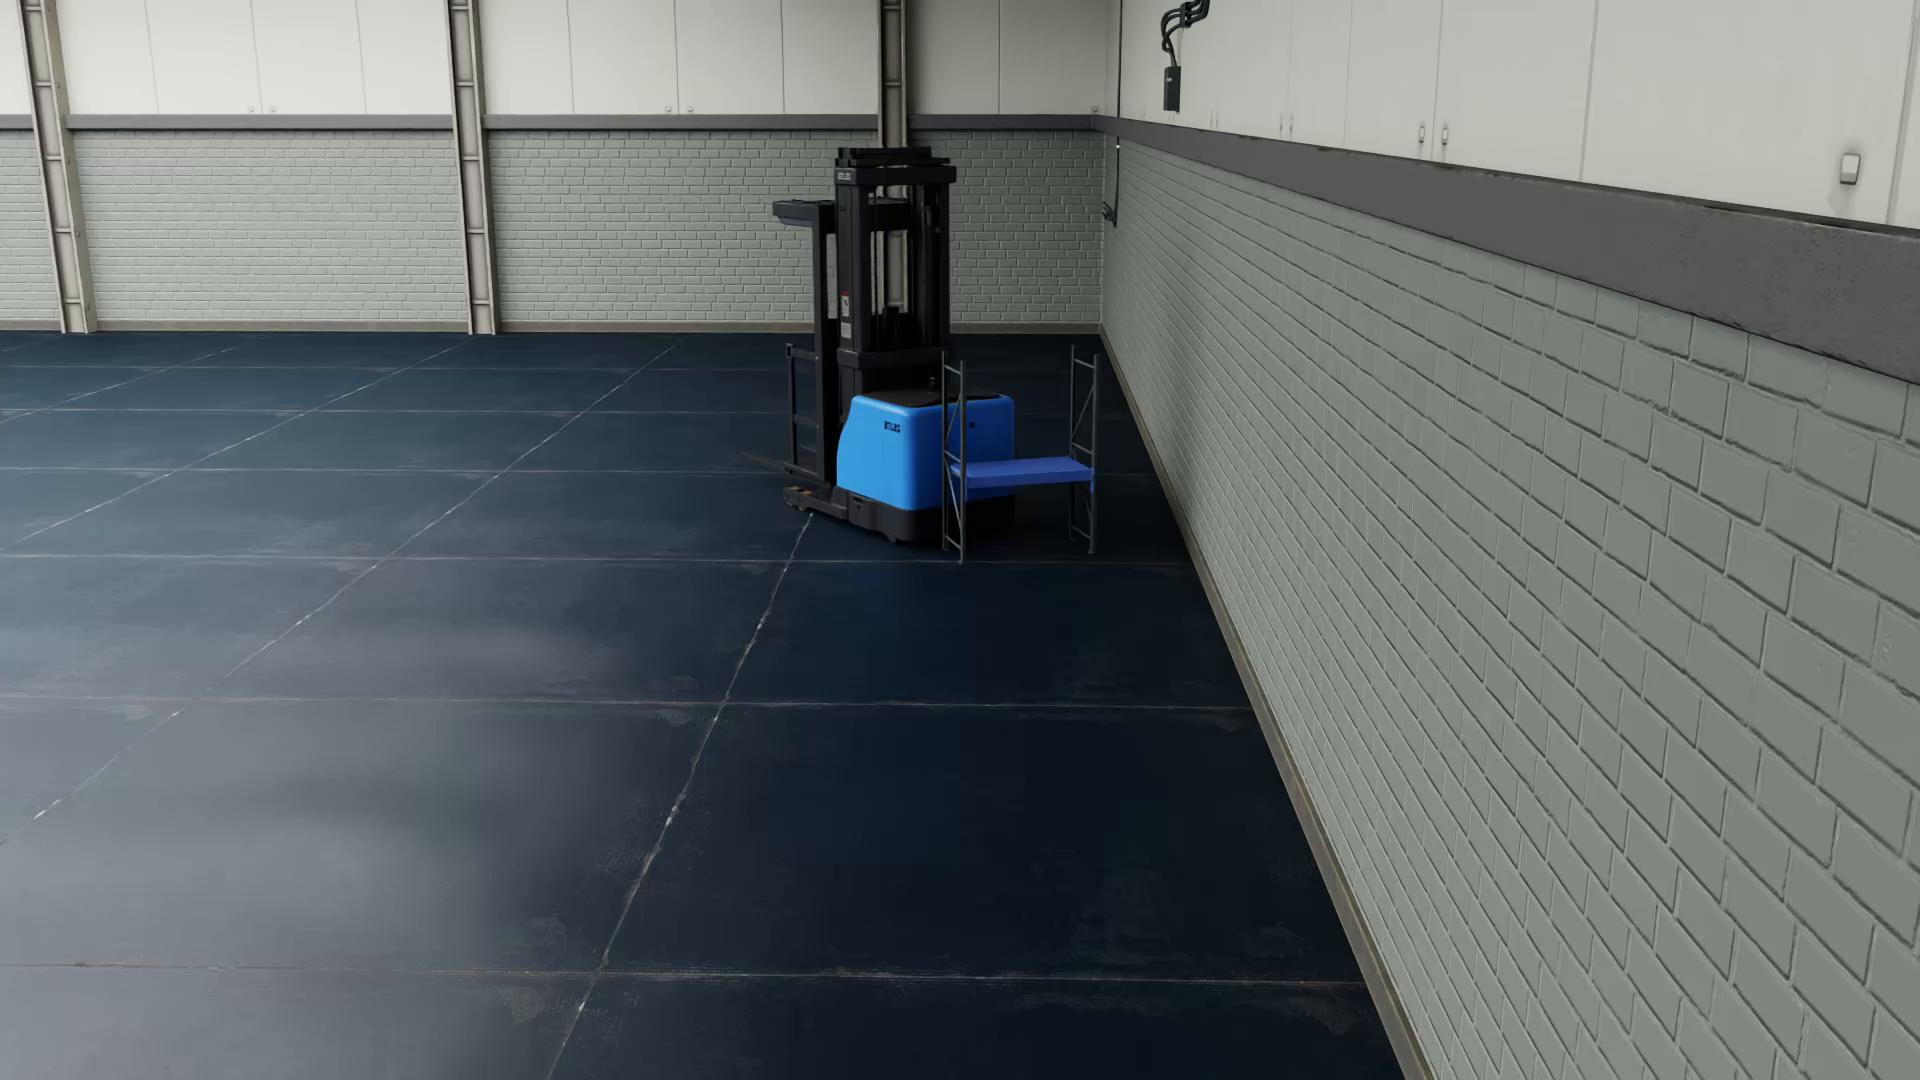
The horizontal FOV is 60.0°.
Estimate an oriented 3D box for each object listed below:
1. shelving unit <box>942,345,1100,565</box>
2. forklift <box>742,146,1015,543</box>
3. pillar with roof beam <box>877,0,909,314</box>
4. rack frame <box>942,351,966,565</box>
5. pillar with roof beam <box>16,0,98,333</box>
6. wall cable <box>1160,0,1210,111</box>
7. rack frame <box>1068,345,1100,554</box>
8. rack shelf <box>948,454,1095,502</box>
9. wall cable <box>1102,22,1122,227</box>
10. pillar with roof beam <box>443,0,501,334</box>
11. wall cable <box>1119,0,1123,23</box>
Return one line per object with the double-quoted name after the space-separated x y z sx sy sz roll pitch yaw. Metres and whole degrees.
0.442 -0.641 12.329 1.048 1.500 0.538 -4 15 -17 "shelving unit"
-0.823 -1.718 13.605 1.130 2.935 3.031 -10 18 -34 "forklift"
-1.053 -6.242 18.858 0.400 9.000 9.100 0 15 1 "pillar with roof beam"
-0.044 -0.603 12.185 0.032 1.500 0.500 -4 15 -17 "rack frame"
-13.049 -6.320 19.154 0.400 9.000 9.100 0 15 1 "pillar with roof beam"
1.710 -6.207 12.058 0.169 6.003 2.305 0 15 1 "wall cable"
0.928 -0.679 12.474 0.032 1.500 0.500 -4 15 -17 "rack frame"
0.442 -0.467 12.375 1.000 0.185 0.538 -4 15 -17 "rack shelf"
1.968 -5.482 22.064 0.112 2.526 3.097 0 15 1 "wall cable"
-7.051 -6.281 19.006 0.400 9.000 9.100 0 15 1 "pillar with roof beam"
1.899 -7.234 18.805 0.112 2.526 3.097 0 15 1 "wall cable"
